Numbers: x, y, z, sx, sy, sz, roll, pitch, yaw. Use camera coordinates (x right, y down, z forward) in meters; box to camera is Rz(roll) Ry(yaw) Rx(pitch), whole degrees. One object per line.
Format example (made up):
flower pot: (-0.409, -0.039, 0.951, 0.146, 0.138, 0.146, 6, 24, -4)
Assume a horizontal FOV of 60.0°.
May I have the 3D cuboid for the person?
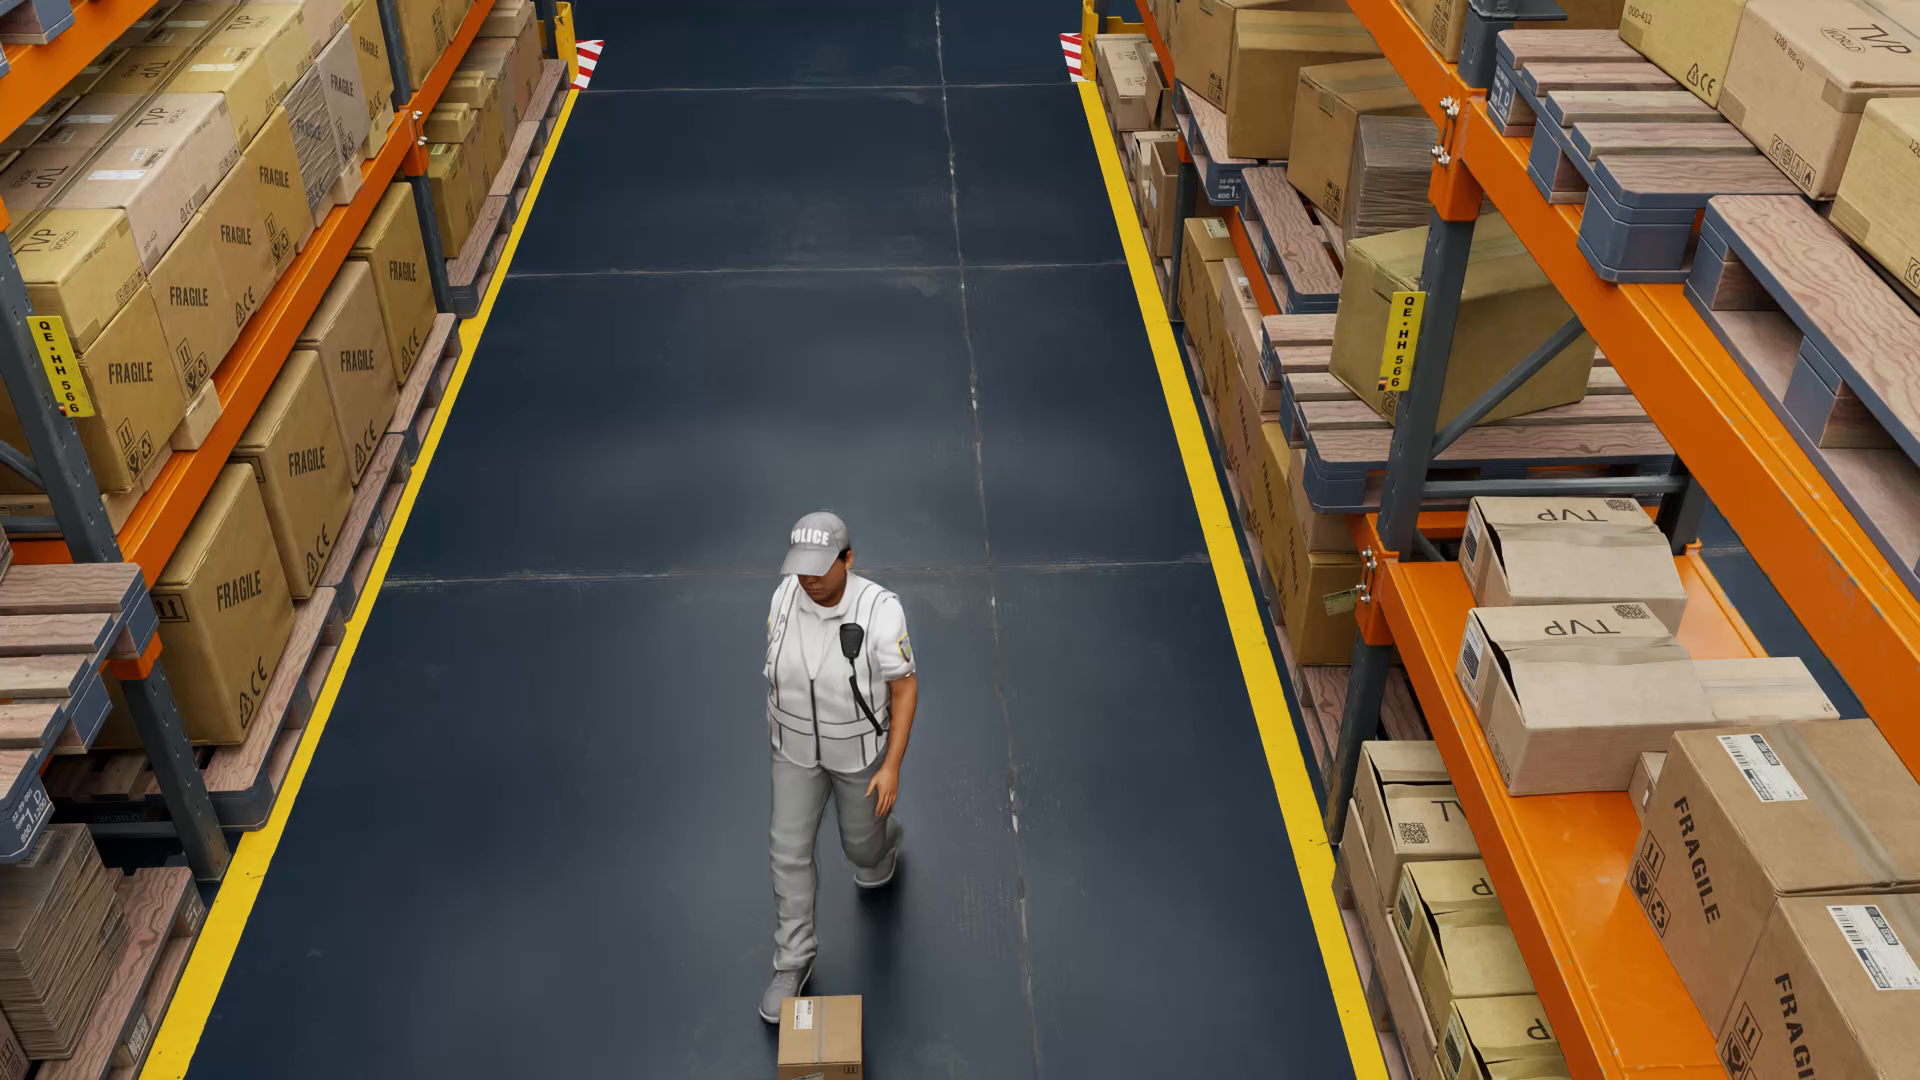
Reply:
person: (-0.415, 0.693, 5.202, 0.524, 1.594, 0.905, 8, 36, 11)
